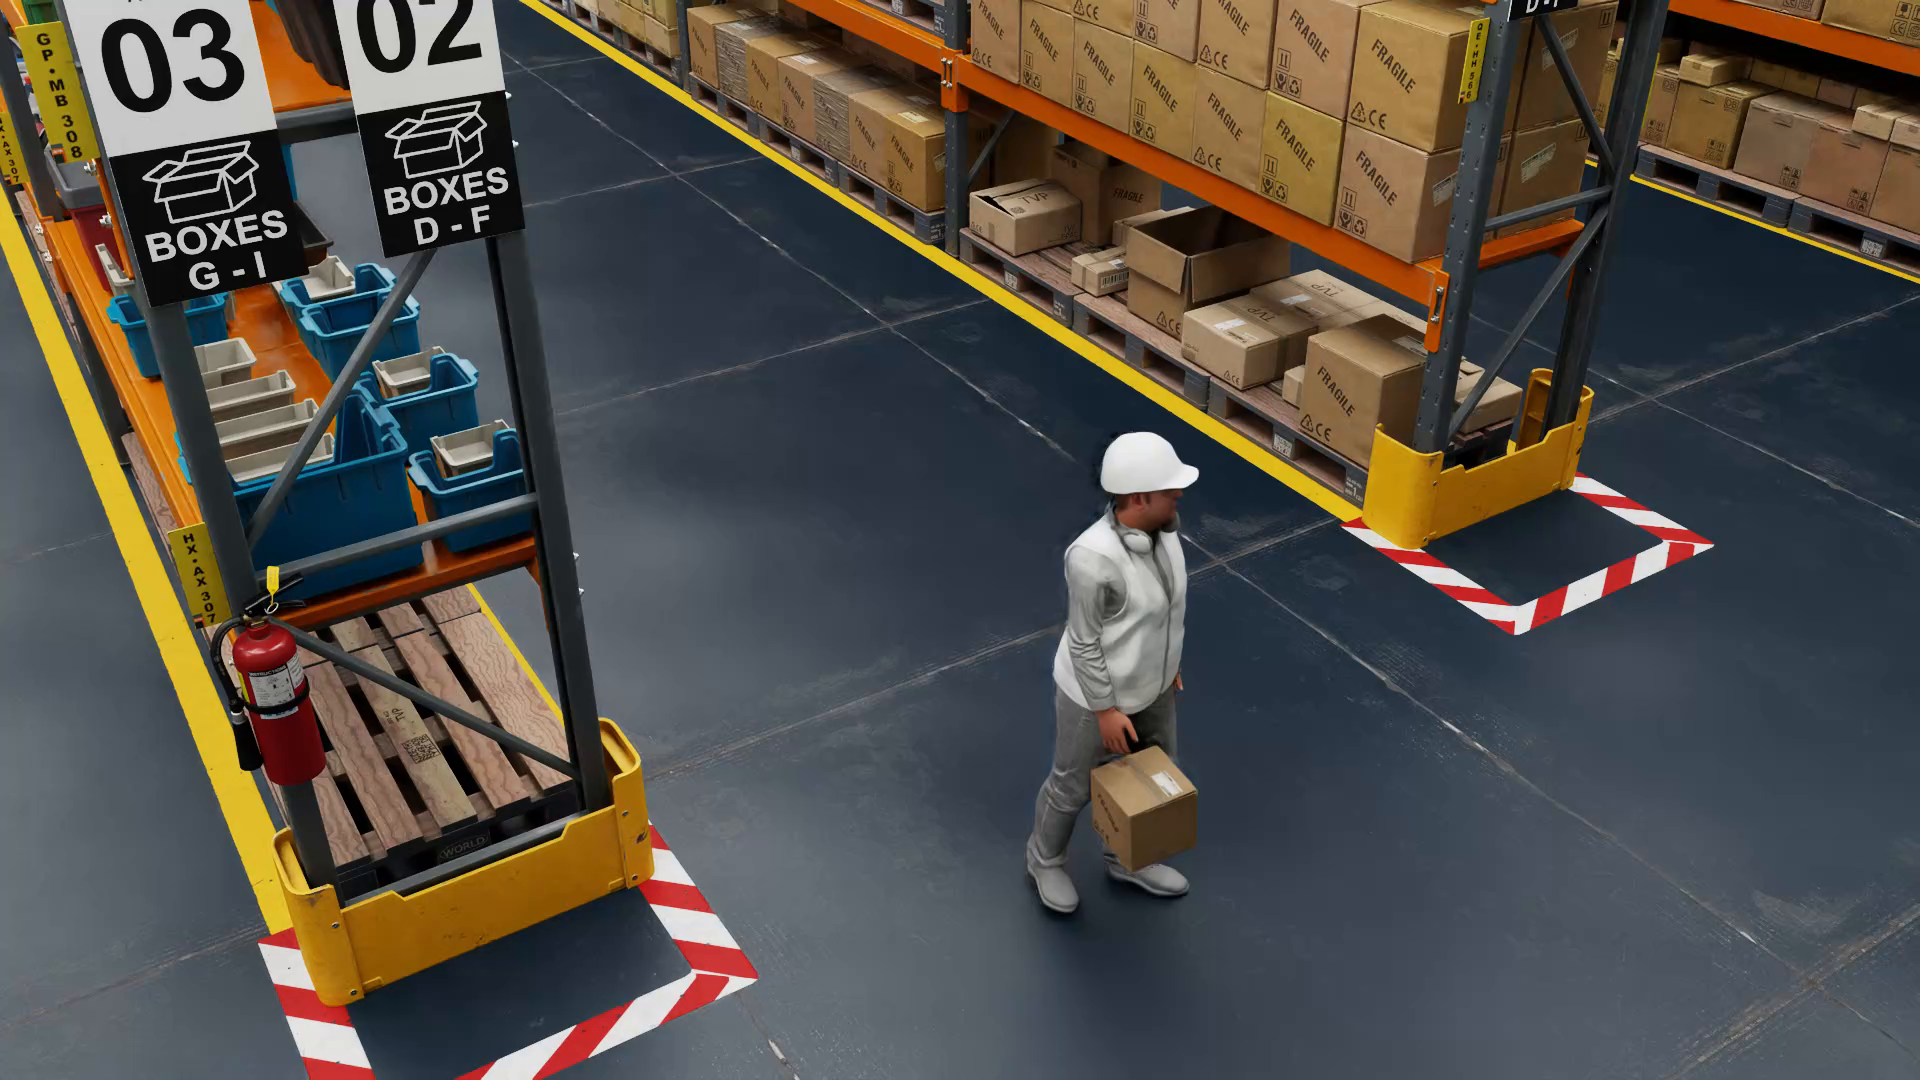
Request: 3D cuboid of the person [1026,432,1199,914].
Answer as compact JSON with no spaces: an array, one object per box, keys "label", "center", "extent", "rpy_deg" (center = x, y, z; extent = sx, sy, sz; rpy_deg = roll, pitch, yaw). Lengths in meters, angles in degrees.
[{"label":"person","center":[0.523,0.449,5.407],"extent":[0.538,1.770,0.554],"rpy_deg":[22,39,31]}]
